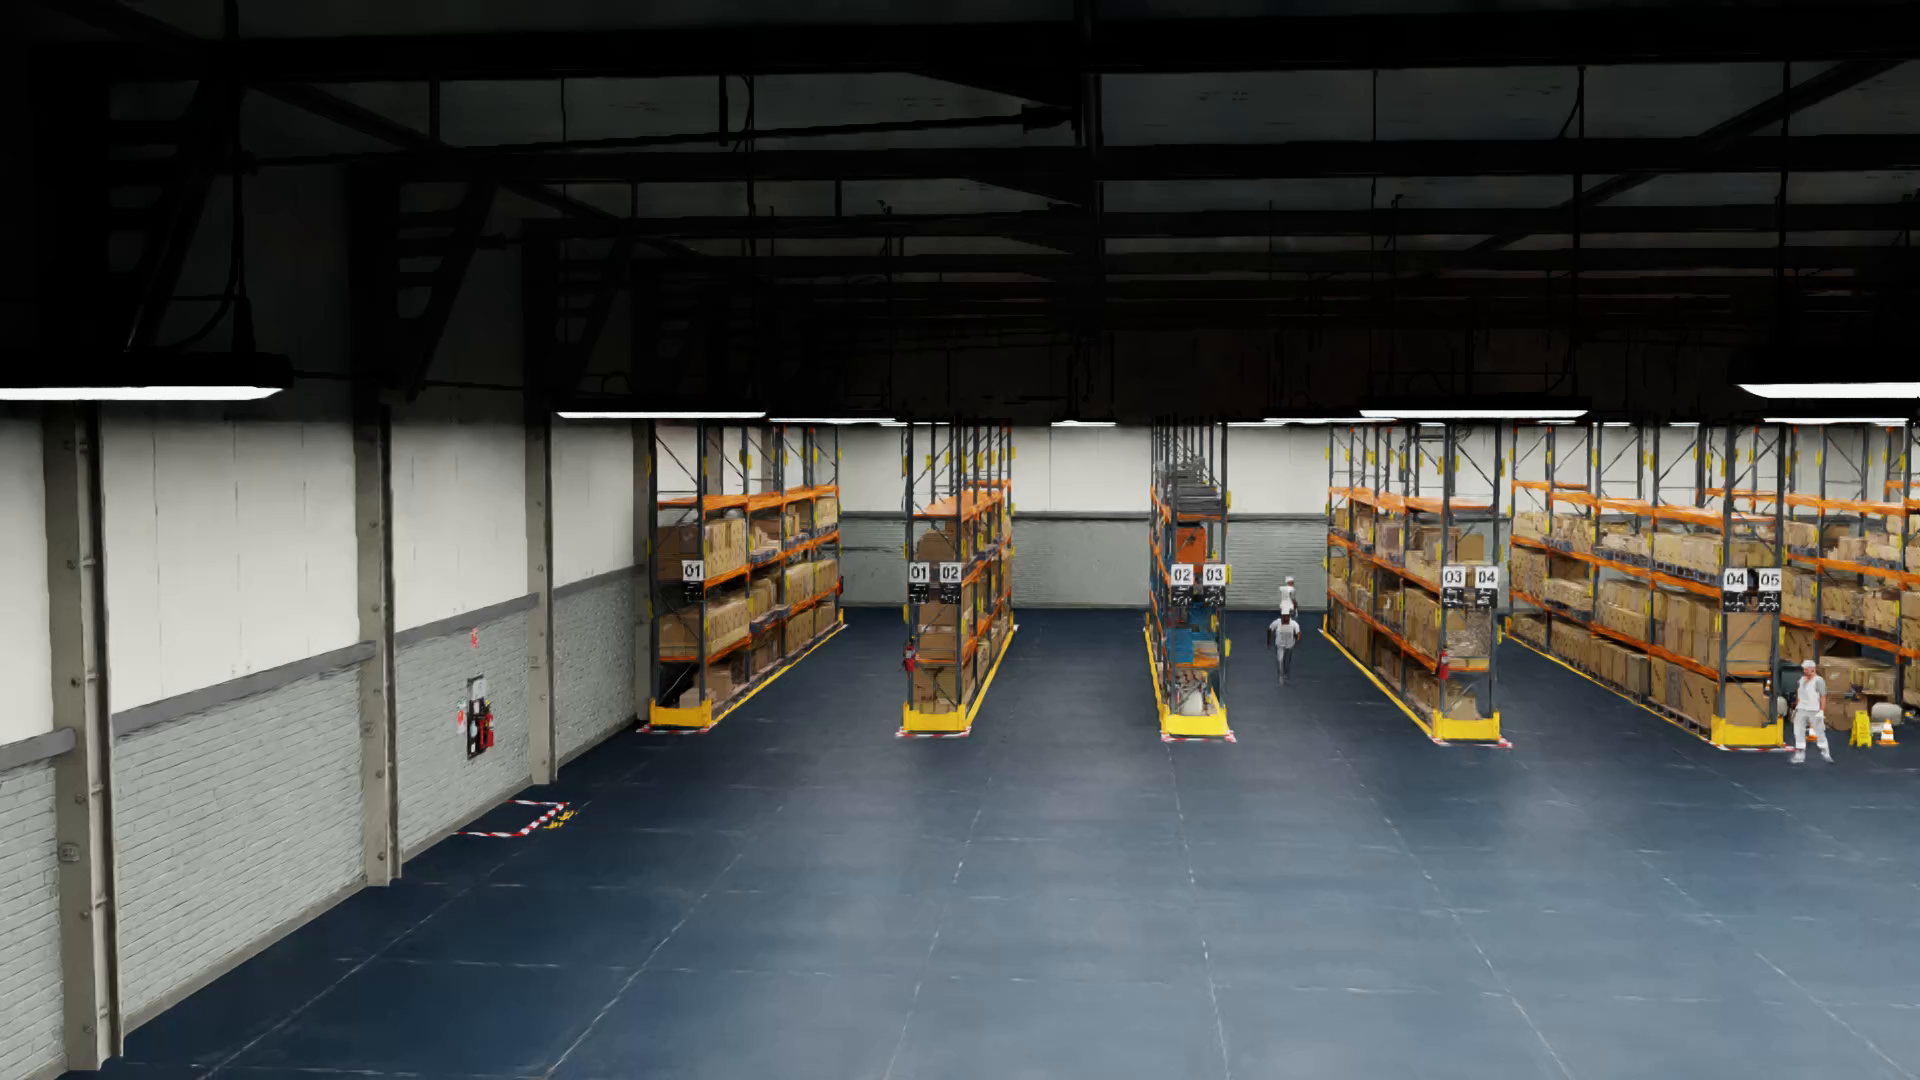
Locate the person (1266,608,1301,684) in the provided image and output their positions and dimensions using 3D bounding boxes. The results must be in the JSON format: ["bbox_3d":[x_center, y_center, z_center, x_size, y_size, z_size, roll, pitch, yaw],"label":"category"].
[{"bbox_3d":[7.291,2.358,37.369,0.731,1.690,0.881,0,4,0],"label":"person"}]

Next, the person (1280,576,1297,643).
[{"bbox_3d":[8.779,1.836,44.315,0.521,1.784,0.632,-2,4,-23],"label":"person"}]

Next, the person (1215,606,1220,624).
[{"bbox_3d":[7.440,1.675,48.380,0.608,1.591,0.770,0,4,0],"label":"person"}]

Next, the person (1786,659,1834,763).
[{"bbox_3d":[14.530,2.927,28.471,0.712,1.781,0.720,-2,4,-24],"label":"person"}]
